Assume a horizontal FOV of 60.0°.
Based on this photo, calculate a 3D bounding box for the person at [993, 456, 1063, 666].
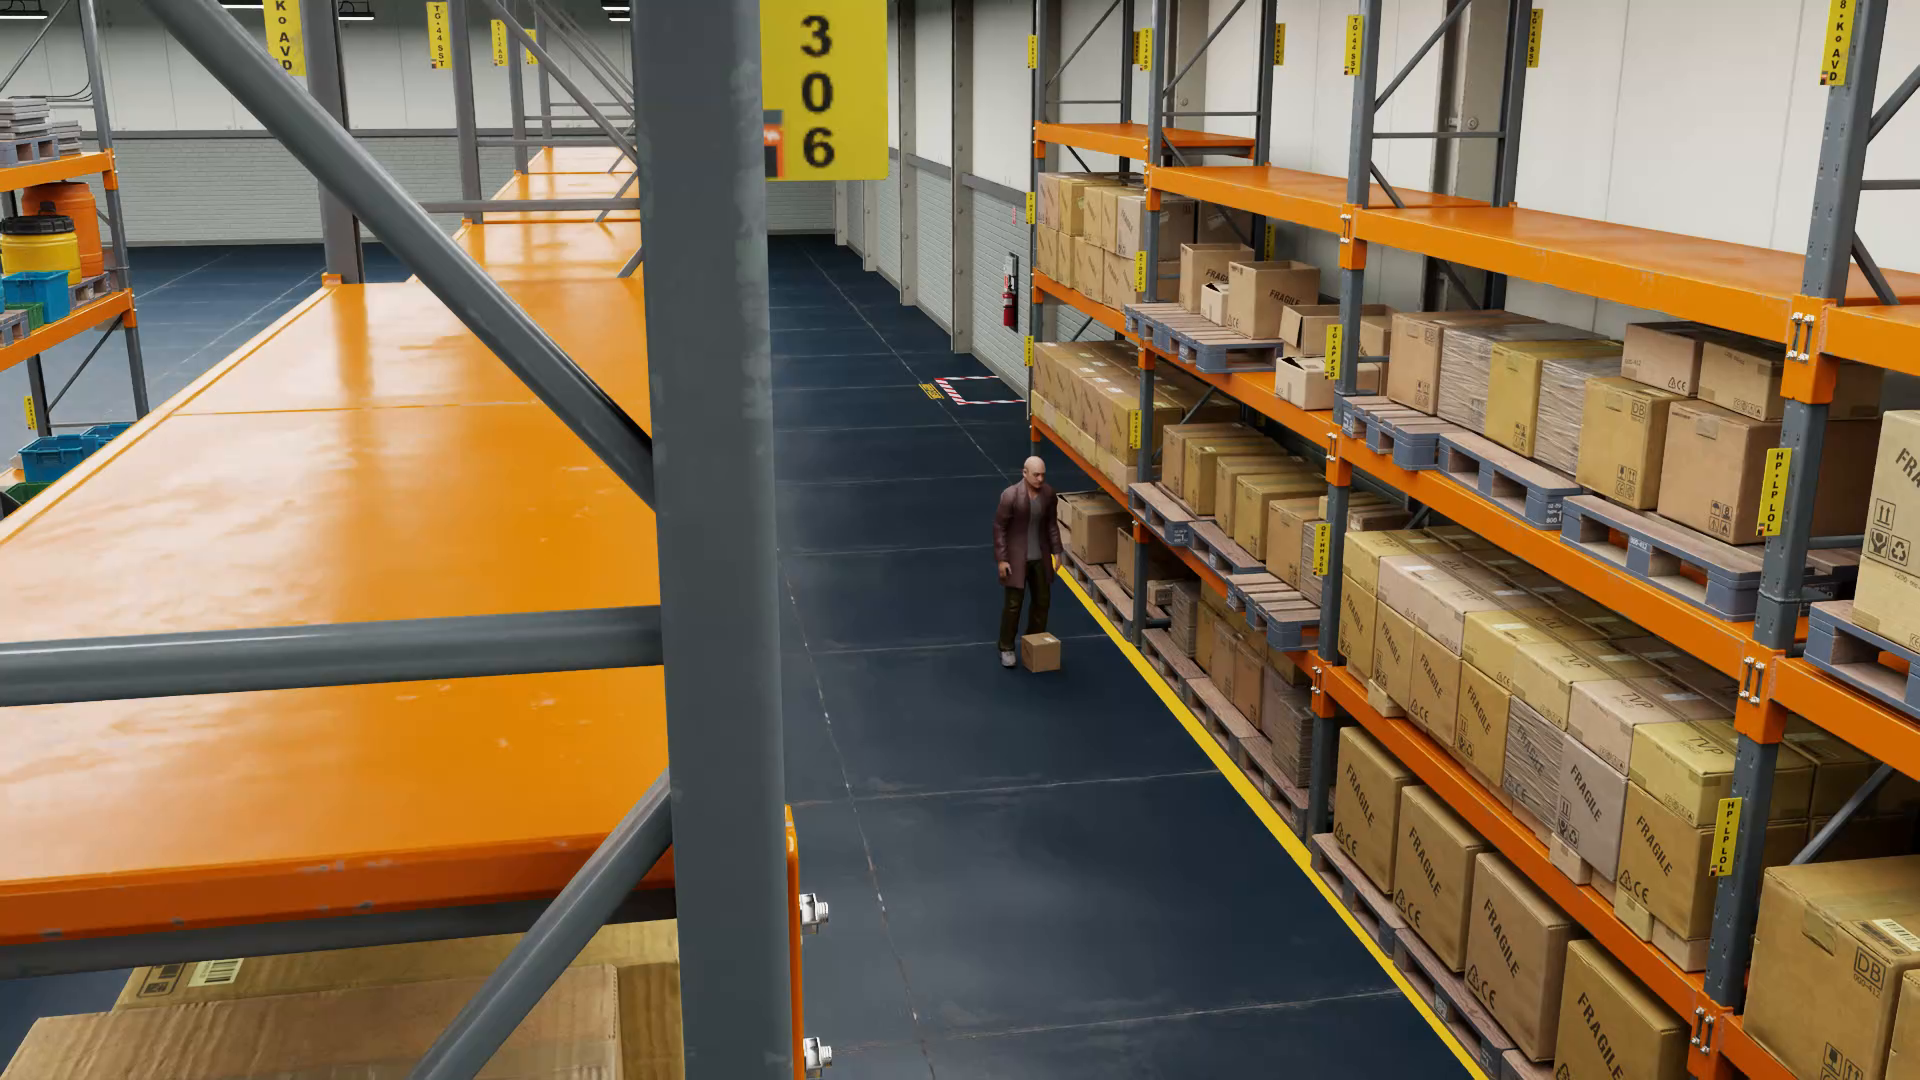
[{"bbox_3d":[0.576,0.153,14.030,0.655,1.774,0.415,-8,18,-26],"label":"person"}]
